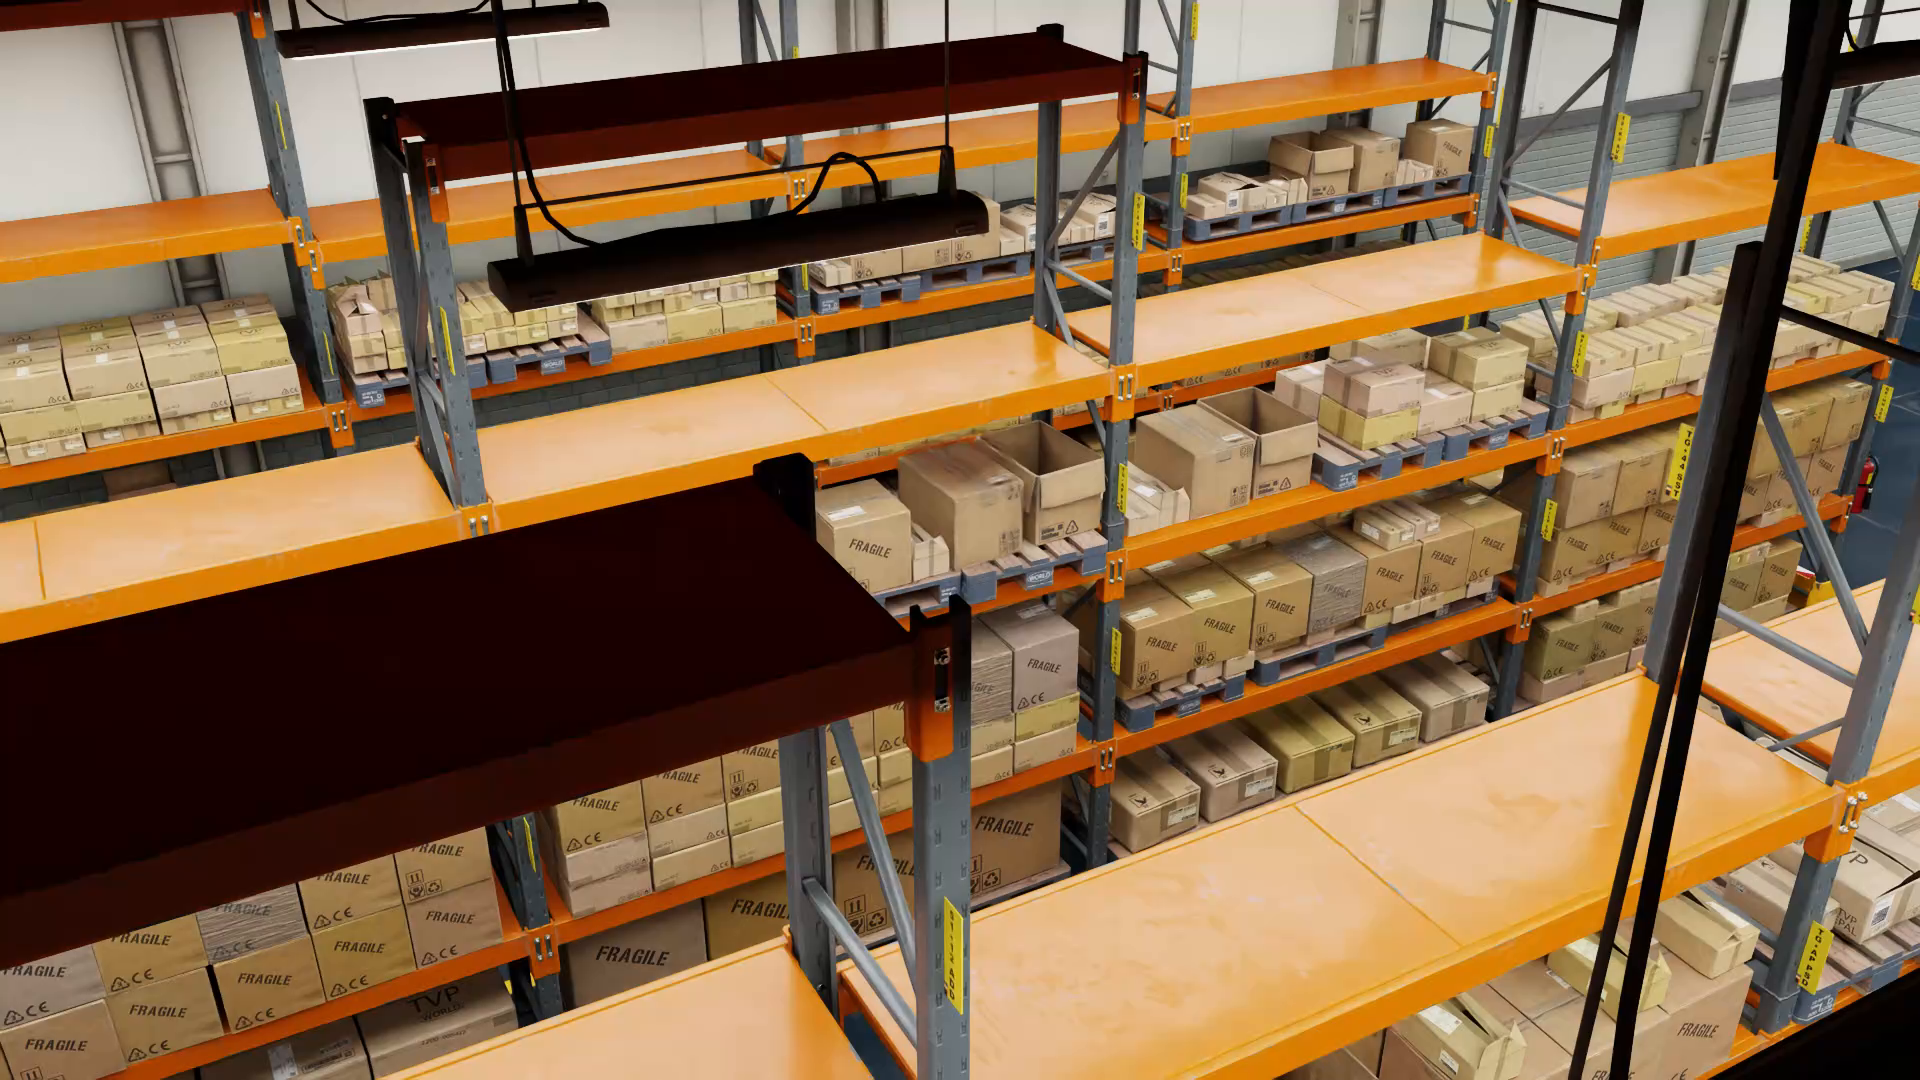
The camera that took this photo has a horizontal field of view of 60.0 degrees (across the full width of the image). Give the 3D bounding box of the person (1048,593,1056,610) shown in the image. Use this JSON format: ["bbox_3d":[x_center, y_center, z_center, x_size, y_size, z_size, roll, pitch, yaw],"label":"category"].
[{"bbox_3d":[0.779,-0.033,15.312,0.667,1.716,0.488,-22,35,-36],"label":"person"}]
